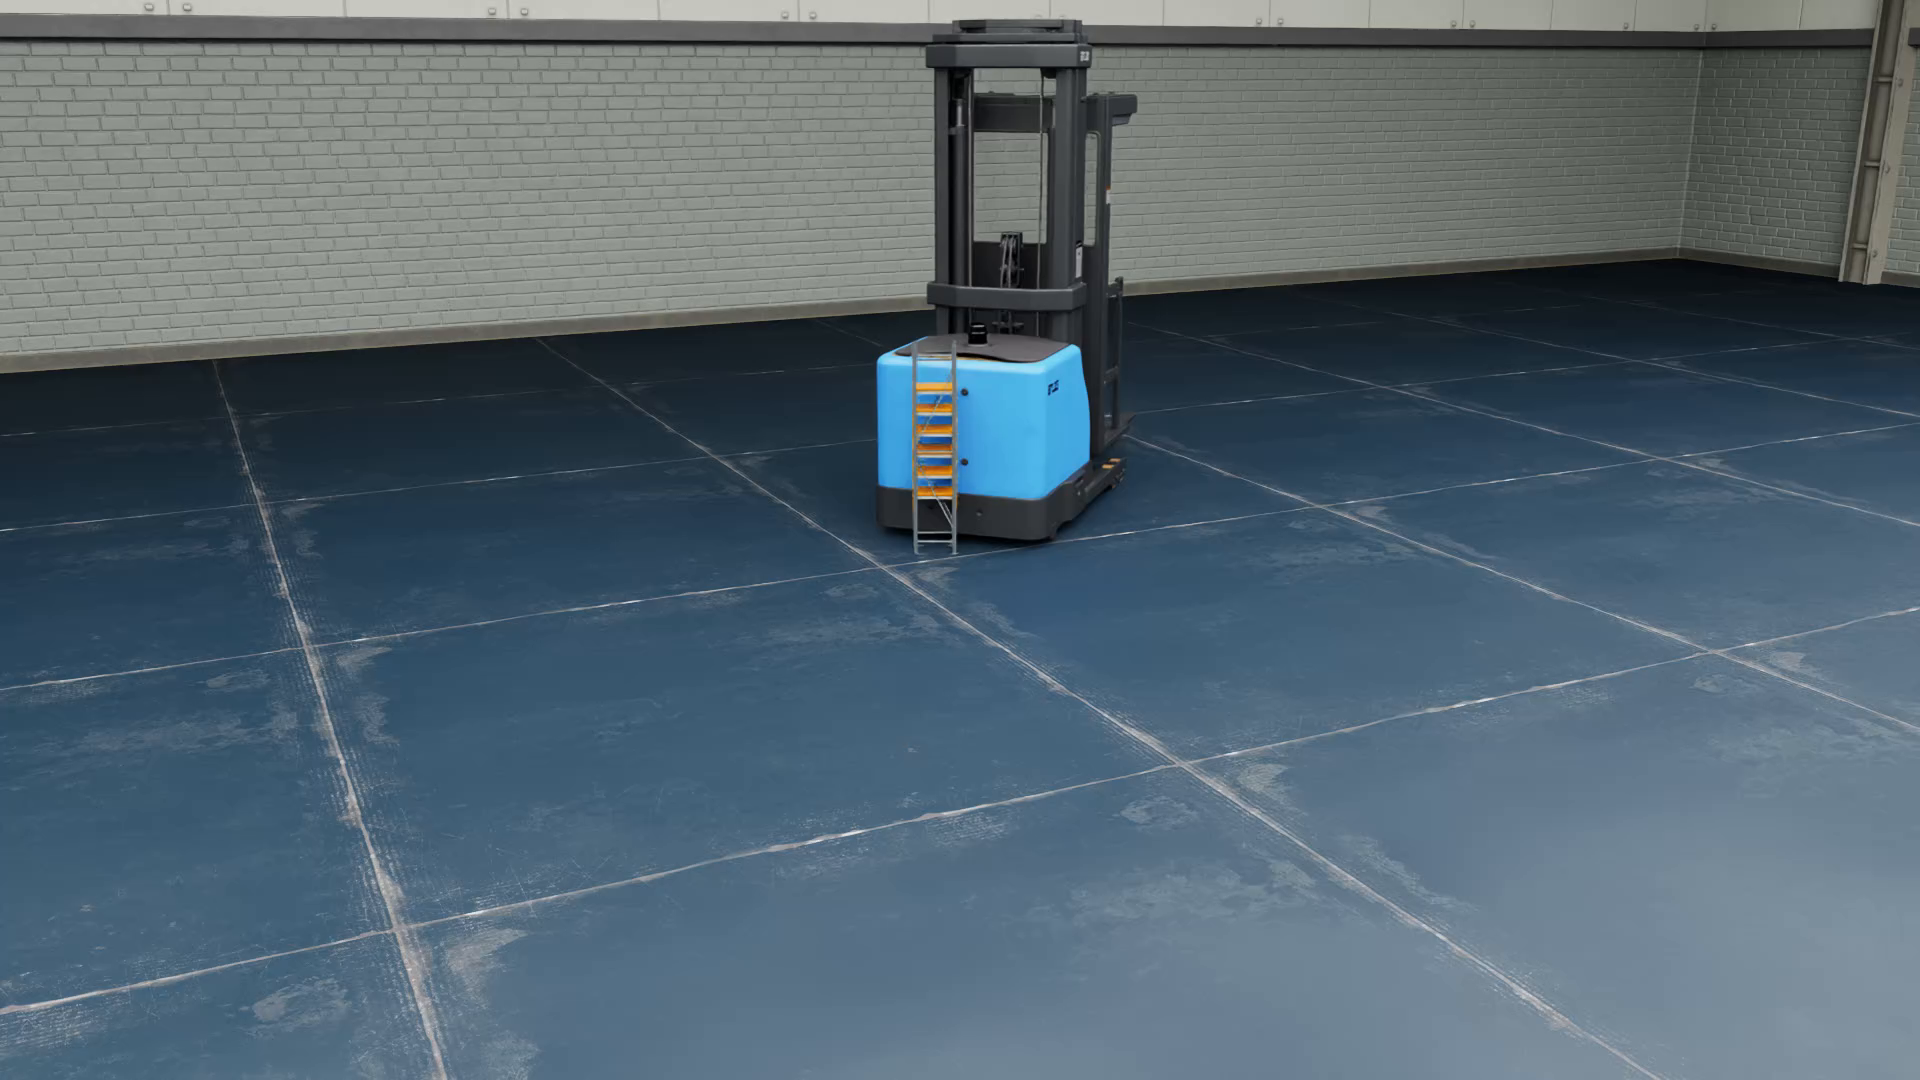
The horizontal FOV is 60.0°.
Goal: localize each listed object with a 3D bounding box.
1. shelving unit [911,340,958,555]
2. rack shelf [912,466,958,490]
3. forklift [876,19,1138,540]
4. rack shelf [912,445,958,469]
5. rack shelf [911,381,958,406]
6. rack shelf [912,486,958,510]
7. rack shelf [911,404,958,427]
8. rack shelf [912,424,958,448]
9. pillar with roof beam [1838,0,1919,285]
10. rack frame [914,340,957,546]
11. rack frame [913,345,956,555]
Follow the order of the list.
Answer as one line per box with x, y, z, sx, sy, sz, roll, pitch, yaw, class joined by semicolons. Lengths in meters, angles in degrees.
-0.140;-0.516;9.372;0.258;1.200;0.189;0;16;0;shelving unit
-0.140;-0.358;9.418;0.258;0.103;0.180;0;16;0;rack shelf
0.474;-1.771;10.610;1.130;2.935;3.031;6;17;19;forklift
-0.140;-0.473;9.385;0.258;0.103;0.180;0;16;0;rack shelf
-0.140;-0.819;9.285;0.258;0.103;0.180;0;16;0;rack shelf
-0.140;-0.242;9.451;0.258;0.103;0.180;0;16;0;rack shelf
-0.140;-0.704;9.318;0.258;0.103;0.180;0;16;0;rack shelf
-0.140;-0.588;9.352;0.258;0.103;0.180;0;16;0;rack shelf
7.614;-7.097;18.168;9.100;9.000;0.400;-8;18;-25;pillar with roof beam
-0.139;-0.541;9.460;0.240;1.200;0.006;0;16;0;rack frame
-0.140;-0.490;9.284;0.240;1.200;0.006;0;16;0;rack frame
